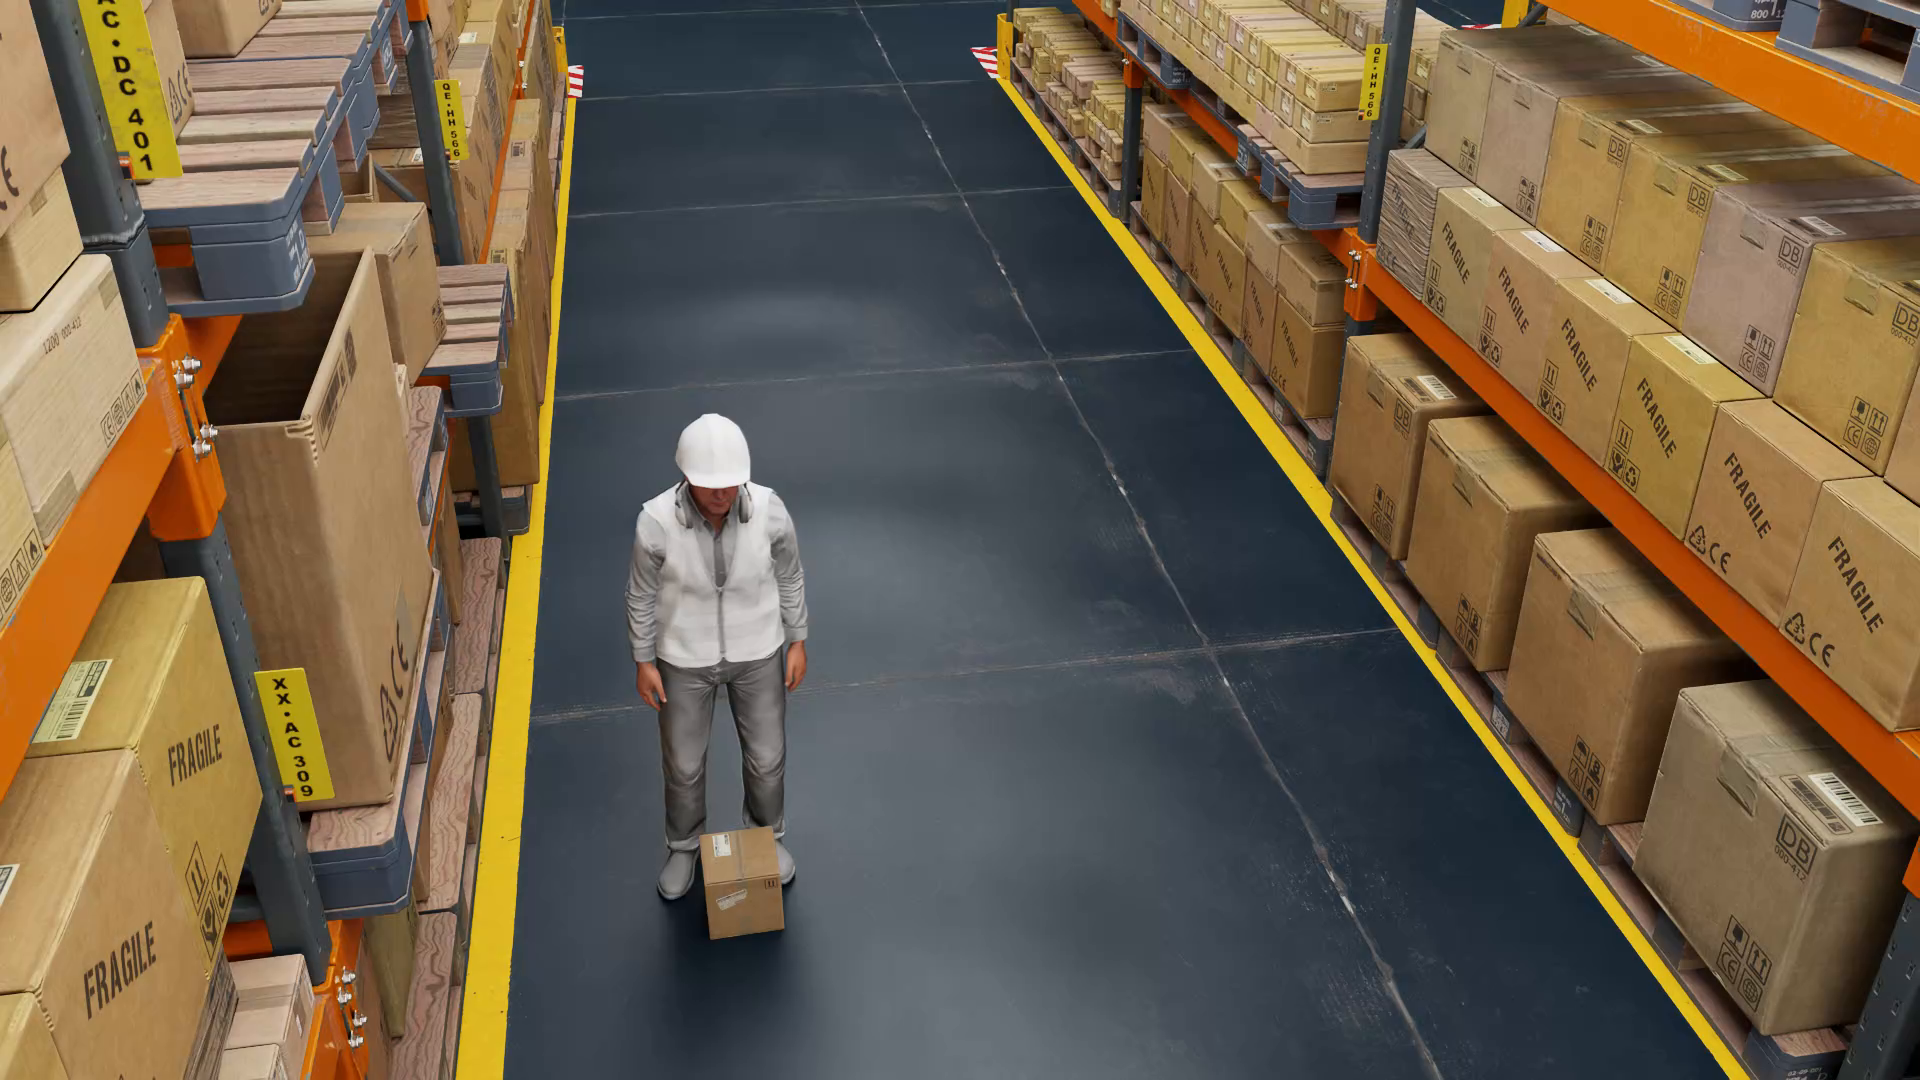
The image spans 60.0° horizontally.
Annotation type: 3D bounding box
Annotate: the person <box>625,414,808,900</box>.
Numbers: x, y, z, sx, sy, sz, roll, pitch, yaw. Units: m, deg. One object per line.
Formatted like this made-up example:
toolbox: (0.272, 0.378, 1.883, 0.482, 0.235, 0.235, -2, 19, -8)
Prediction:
person: (-0.787, 0.374, 5.471, 0.592, 1.770, 0.465, -7, 31, -12)
